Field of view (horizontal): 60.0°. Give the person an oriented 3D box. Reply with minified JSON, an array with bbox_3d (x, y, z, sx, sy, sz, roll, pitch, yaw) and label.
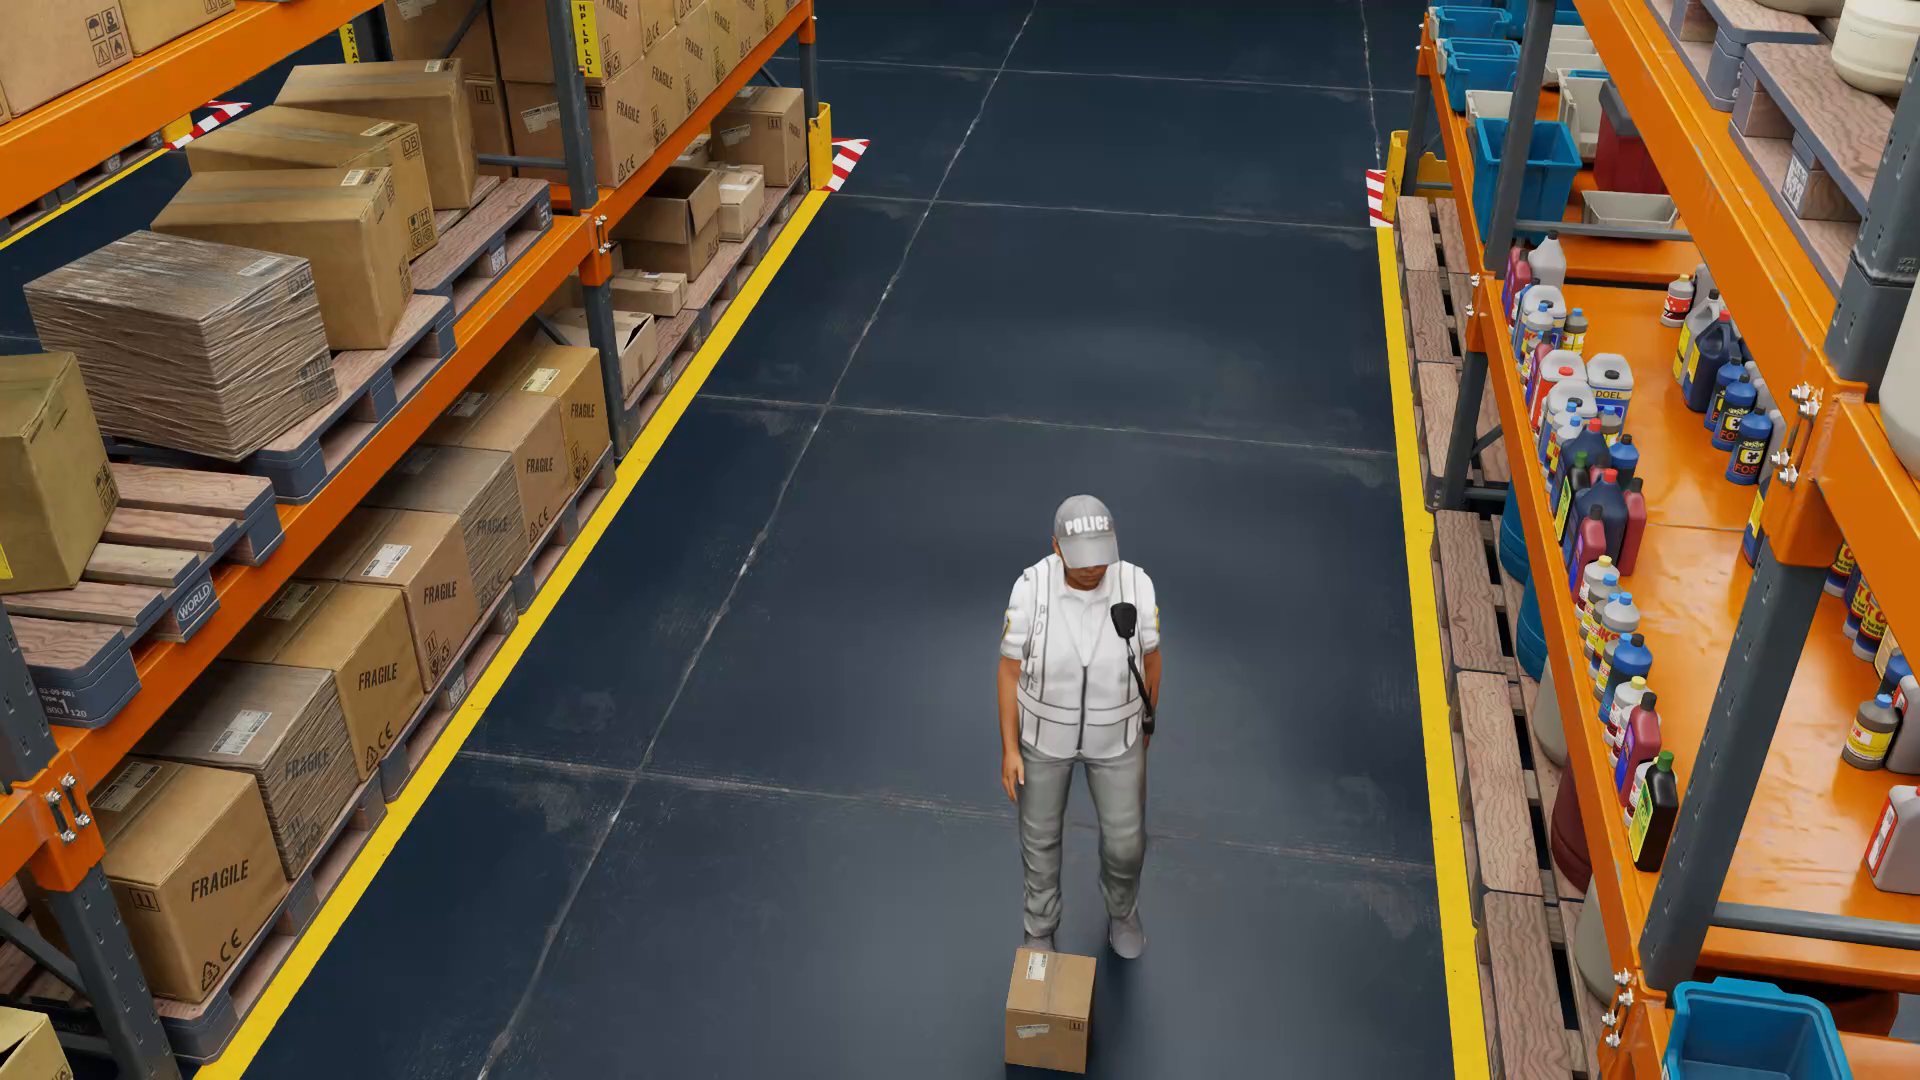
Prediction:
[{"bbox_3d":[0.367,0.655,5.137,0.513,1.723,0.500,2,33,2],"label":"person"}]
